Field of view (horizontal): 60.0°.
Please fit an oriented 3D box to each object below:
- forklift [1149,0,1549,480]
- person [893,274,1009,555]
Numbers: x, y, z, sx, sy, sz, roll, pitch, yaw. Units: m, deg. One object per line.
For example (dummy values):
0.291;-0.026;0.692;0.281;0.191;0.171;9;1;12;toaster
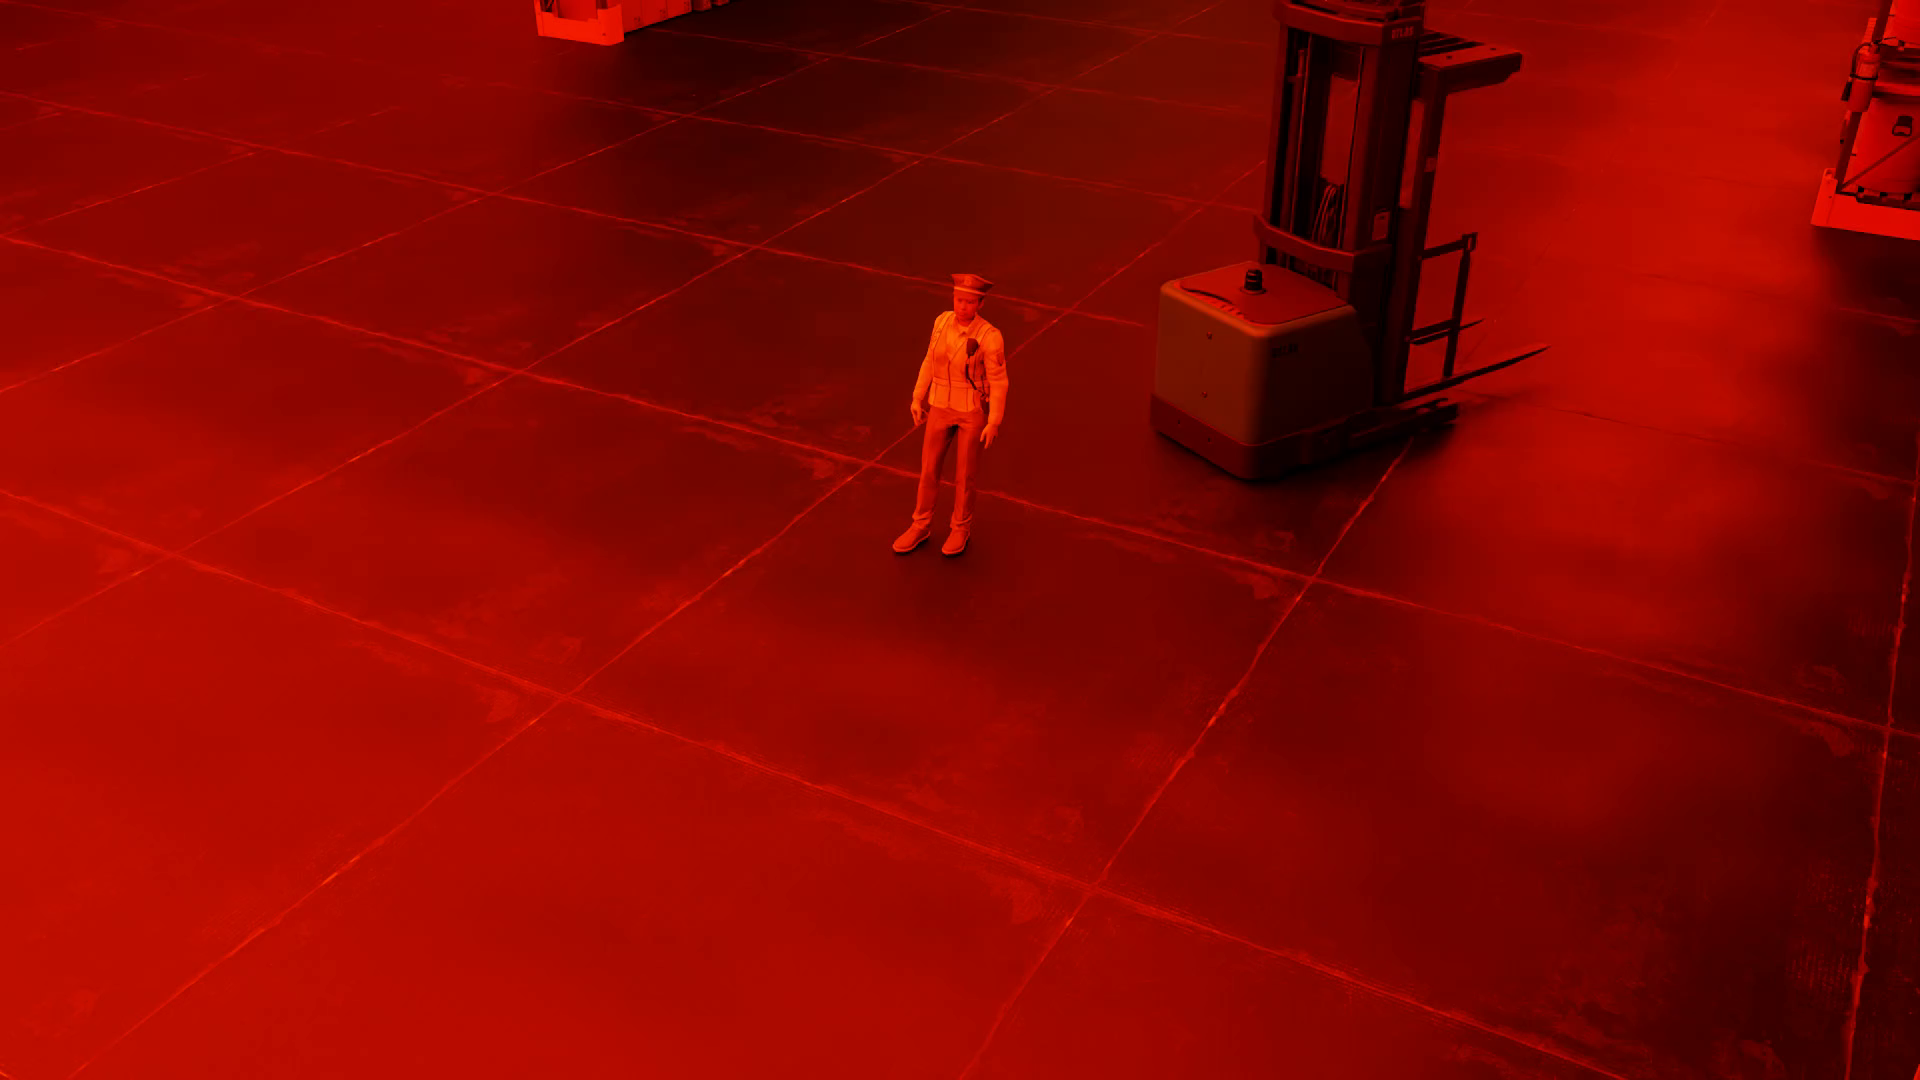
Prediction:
2.792;-2.201;10.885;3.031;2.935;1.130;-18;35;-28;forklift
-0.039;-0.712;9.527;0.586;1.694;0.532;15;33;25;person
